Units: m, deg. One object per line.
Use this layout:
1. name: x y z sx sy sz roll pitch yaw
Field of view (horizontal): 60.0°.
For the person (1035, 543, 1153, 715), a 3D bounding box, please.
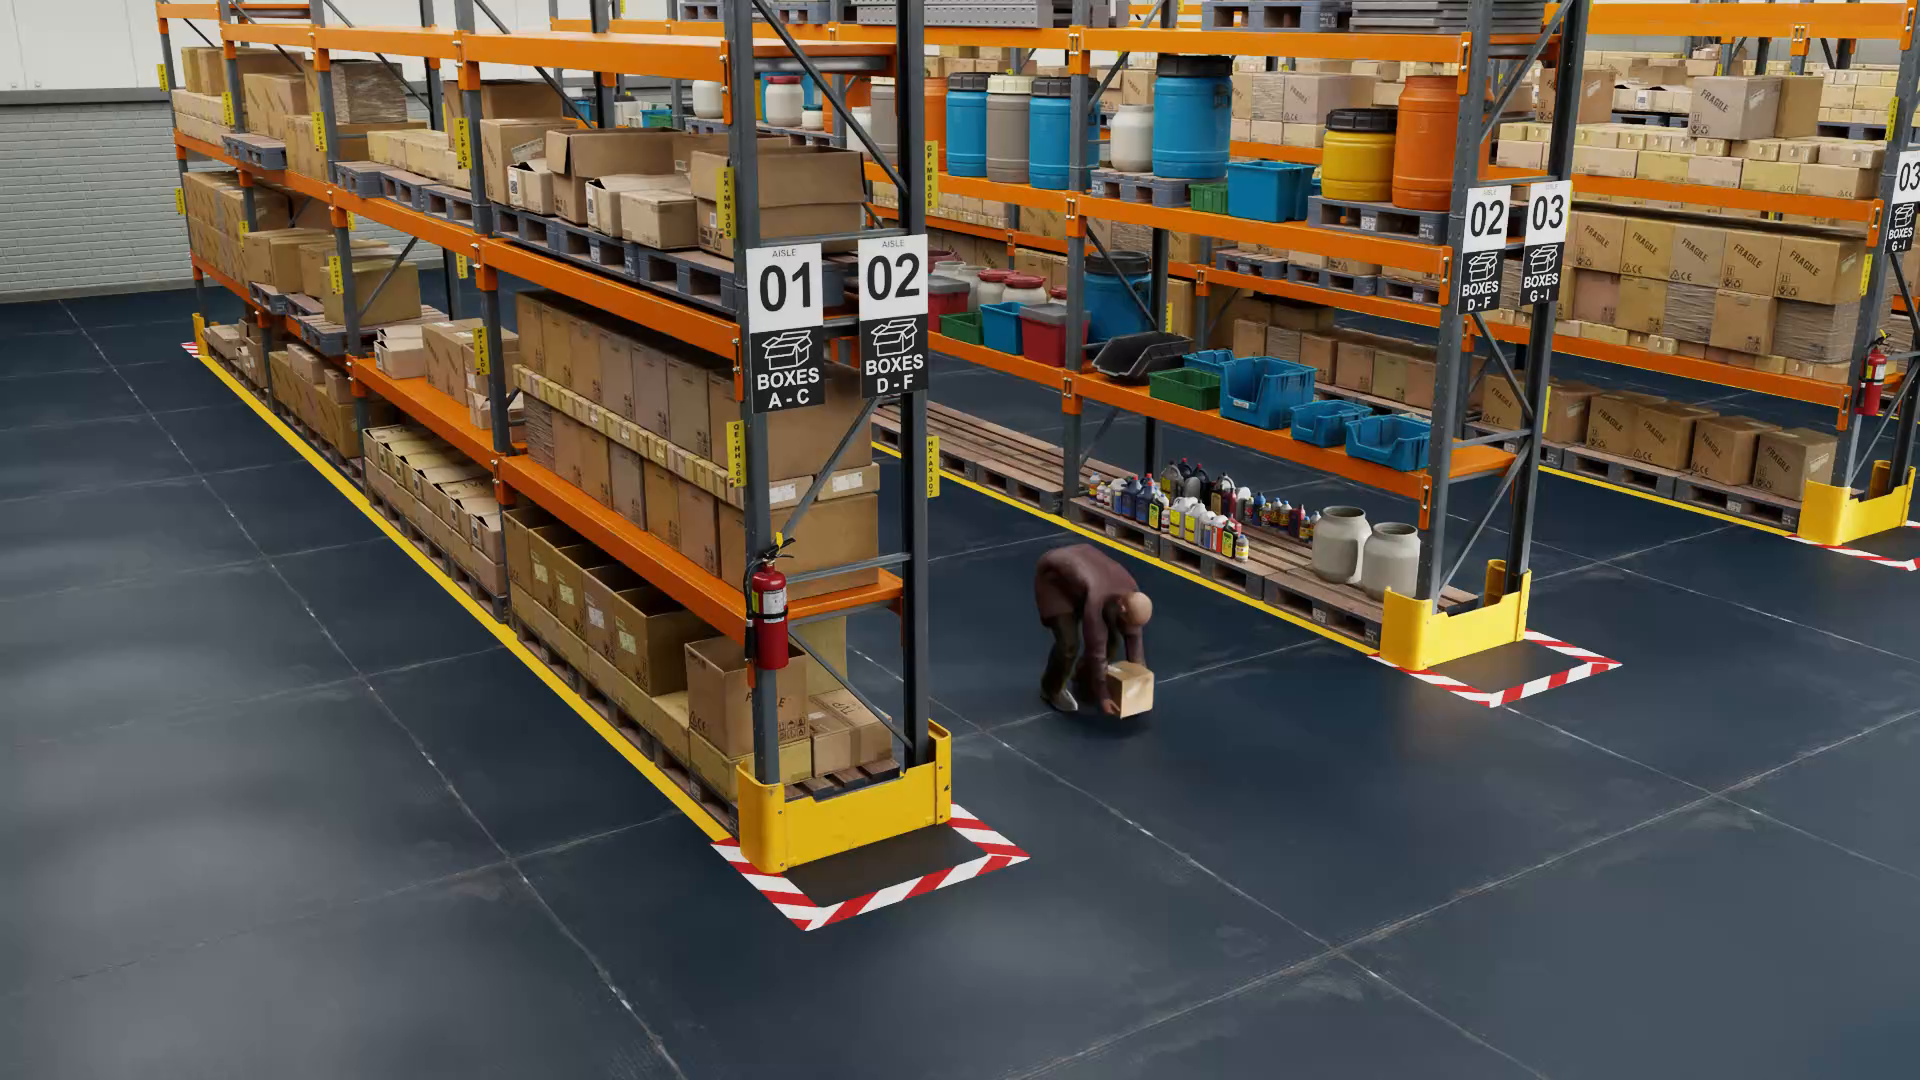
1. person: 0.846 0.581 10.454 0.577 1.051 0.945 -13 22 -34
